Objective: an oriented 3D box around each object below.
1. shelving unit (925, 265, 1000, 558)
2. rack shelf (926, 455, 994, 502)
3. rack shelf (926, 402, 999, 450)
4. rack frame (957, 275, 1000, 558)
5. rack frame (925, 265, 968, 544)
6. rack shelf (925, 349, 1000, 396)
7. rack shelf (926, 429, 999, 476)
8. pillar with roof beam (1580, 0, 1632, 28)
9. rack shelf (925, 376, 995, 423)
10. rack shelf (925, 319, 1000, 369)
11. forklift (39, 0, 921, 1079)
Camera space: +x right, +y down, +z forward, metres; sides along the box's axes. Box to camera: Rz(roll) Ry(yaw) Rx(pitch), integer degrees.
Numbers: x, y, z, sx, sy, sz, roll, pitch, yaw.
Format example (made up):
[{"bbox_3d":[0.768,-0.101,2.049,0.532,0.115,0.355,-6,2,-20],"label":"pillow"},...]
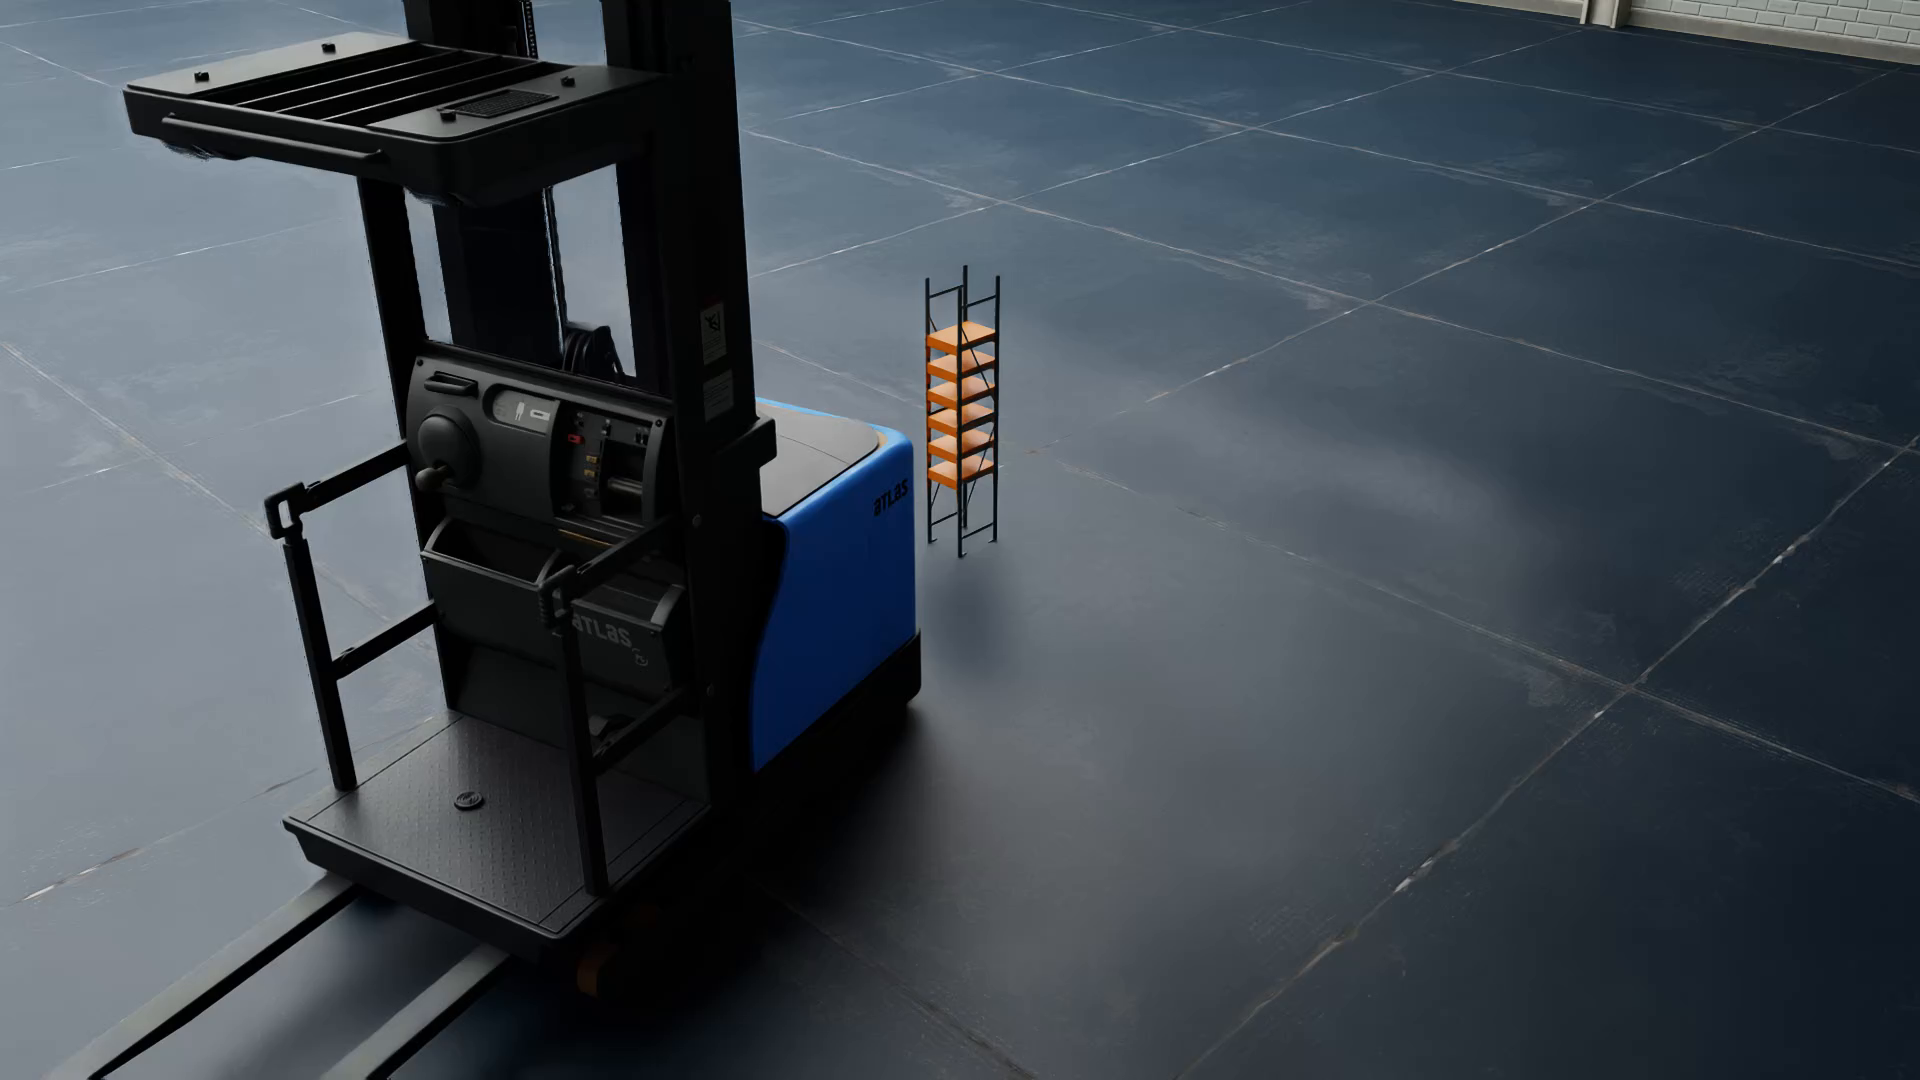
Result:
[{"bbox_3d":[0.010,-0.526,6.962,0.189,1.200,0.258,25,36,38],"label":"shelving unit"},{"bbox_3d":[0.010,-0.275,7.094,0.180,0.103,0.258,25,36,38],"label":"rack shelf"},{"bbox_3d":[0.010,-0.487,6.982,0.180,0.103,0.258,25,36,38],"label":"rack shelf"},{"bbox_3d":[0.076,-0.496,6.905,0.006,1.200,0.240,25,36,38],"label":"rack frame"},{"bbox_3d":[-0.055,-0.556,7.019,0.006,1.200,0.240,25,36,38],"label":"rack frame"},{"bbox_3d":[0.010,-0.699,6.871,0.180,0.103,0.258,25,36,38],"label":"rack shelf"},{"bbox_3d":[0.010,-0.381,7.038,0.180,0.103,0.258,25,36,38],"label":"rack shelf"},{"bbox_3d":[3.834,-8.049,12.889,0.400,9.000,9.100,25,36,38],"label":"pillar with roof beam"},{"bbox_3d":[0.010,-0.593,6.927,0.180,0.103,0.258,25,36,38],"label":"rack shelf"},{"bbox_3d":[0.010,-0.806,6.815,0.180,0.103,0.258,25,36,38],"label":"rack shelf"},{"bbox_3d":[-1.308,-0.226,4.531,1.130,2.935,3.031,15,31,26],"label":"forklift"}]
